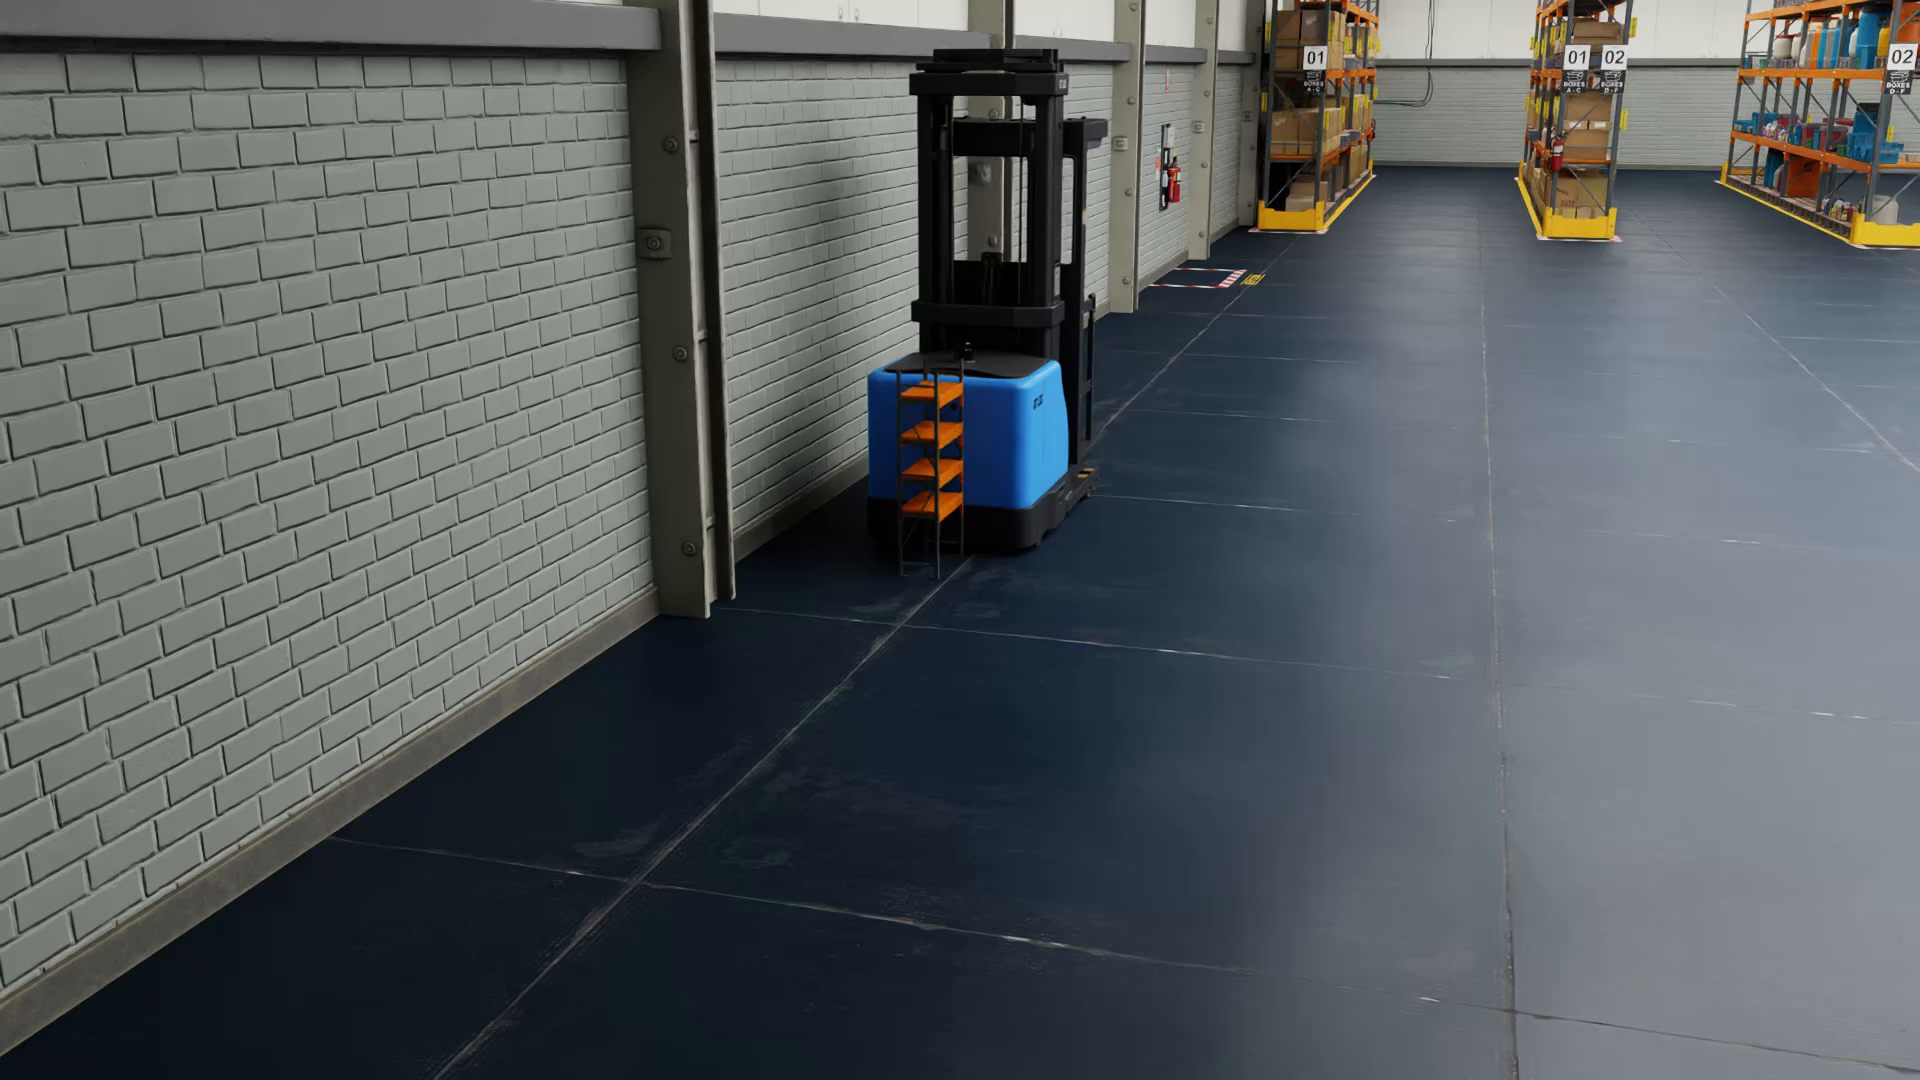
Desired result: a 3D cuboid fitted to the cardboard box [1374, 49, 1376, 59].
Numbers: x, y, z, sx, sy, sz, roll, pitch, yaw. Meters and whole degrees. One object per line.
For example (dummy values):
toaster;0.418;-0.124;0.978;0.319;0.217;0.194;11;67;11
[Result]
cardboard box;10.600;-12.712;43.473;0.500;0.250;0.500;5;17;18

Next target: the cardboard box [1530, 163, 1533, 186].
cardboard box;13.362;-8.372;38.122;0.500;0.500;0.500;4;16;14

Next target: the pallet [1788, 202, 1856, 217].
pallet;17.173;-6.582;33.148;1.003;0.211;1.213;5;16;16

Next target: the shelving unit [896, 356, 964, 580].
shelving unit;-0.168;-0.423;9.621;0.258;1.200;0.503;5;16;16

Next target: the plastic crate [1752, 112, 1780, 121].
plastic crate;20.136;-10.478;41.600;0.616;0.435;0.499;5;16;16

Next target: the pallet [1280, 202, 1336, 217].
pallet;6.987;-6.643;33.364;1.003;0.211;1.213;5;16;16

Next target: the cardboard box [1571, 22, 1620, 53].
cardboard box;10.925;-8.646;28.601;0.797;0.503;0.637;6;17;20

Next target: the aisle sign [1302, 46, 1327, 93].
aisle sign;6.274;-8.325;29.420;0.394;0.787;0.004;5;16;16

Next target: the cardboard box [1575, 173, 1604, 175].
cardboard box;11.552;-6.489;30.604;0.500;0.500;0.500;5;16;16

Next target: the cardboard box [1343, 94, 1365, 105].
cardboard box;9.530;-10.676;40.332;0.500;0.250;0.500;5;17;17

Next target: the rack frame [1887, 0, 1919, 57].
rack frame;15.506;-9.235;26.396;1.000;3.000;0.127;5;16;16

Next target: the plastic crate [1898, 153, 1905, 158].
plastic crate;16.424;-6.824;29.373;0.530;0.136;0.437;5;16;16

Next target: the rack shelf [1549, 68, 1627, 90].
rack shelf;11.326;-8.354;30.106;1.077;0.370;4.000;5;16;16

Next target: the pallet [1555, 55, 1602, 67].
pallet;11.677;-8.955;31.071;1.003;0.211;1.213;5;16;16

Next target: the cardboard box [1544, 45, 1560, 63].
cardboard box;13.123;-10.434;35.940;0.910;0.500;0.500;5;16;16

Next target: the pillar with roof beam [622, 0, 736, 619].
pillar with roof beam;2.684;-3.640;6.672;9.100;9.000;0.400;5;16;16

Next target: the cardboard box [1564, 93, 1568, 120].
cardboard box;11.062;-7.679;29.344;0.700;0.500;0.500;4;16;14

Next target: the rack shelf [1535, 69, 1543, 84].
rack shelf;13.599;-10.447;37.485;1.077;0.370;4.000;5;16;16

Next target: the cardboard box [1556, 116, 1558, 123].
cardboard box;11.416;-7.883;31.252;0.380;0.149;0.250;4;16;15

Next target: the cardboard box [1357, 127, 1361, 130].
cardboard box;9.408;-9.829;39.908;0.380;0.149;0.250;5;16;16

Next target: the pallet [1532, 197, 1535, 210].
pallet;12.411;-6.955;34.461;1.003;0.211;1.213;5;16;16

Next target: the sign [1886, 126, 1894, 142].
sign;17.167;-7.483;30.706;0.100;0.325;0.005;5;16;16

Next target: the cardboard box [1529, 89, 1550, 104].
cardboard box;14.784;-11.216;42.359;0.500;0.500;0.500;5;17;16

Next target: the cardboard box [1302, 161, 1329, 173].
cardboard box;7.459;-7.842;34.882;0.500;0.250;0.500;4;16;15

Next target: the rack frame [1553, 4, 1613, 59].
rack frame;11.894;-10.666;31.443;1.000;3.000;0.127;5;16;16

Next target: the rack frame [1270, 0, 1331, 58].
rack frame;6.007;-10.003;29.104;1.000;3.000;0.127;5;16;16

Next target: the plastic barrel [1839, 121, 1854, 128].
plastic barrel;17.333;-7.886;32.385;0.433;0.535;0.433;0;16;0

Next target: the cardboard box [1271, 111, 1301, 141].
cardboard box;5.937;-7.555;30.331;0.500;0.500;0.500;4;16;15

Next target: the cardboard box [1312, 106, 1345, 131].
cardboard box;8.024;-9.197;36.269;0.700;0.500;0.500;3;16;11

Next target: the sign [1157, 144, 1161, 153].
sign;2.687;-5.290;22.445;0.001;0.109;0.331;5;16;16

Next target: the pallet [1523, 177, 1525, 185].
pallet;14.709;-9.031;41.783;1.003;0.211;1.213;5;16;16

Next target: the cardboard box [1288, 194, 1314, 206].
cardboard box;6.452;-6.358;31.369;0.500;0.311;0.500;6;17;20

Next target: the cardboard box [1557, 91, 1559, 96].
cardboard box;14.571;-10.504;39.848;0.500;0.500;0.500;5;17;17

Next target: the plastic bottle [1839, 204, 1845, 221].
plastic bottle;15.623;-5.800;29.452;0.061;0.283;0.133;5;17;17

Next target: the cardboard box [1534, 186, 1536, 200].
cardboard box;12.171;-7.189;34.448;0.500;0.250;0.500;5;17;17

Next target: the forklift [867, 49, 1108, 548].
forklift;0.338;-1.721;11.026;1.130;2.935;3.031;5;16;16

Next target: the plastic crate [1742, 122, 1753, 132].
plastic crate;19.207;-10.021;40.358;0.416;0.233;0.300;5;16;16

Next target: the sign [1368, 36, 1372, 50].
sign;9.940;-12.060;40.329;0.100;0.325;0.005;5;16;16

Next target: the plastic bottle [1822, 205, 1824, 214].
plastic bottle;16.074;-6.158;30.864;0.097;0.201;0.097;0;16;0

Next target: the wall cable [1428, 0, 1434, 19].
wall cable;15.098;-16.367;47.977;3.097;2.526;0.112;5;16;16

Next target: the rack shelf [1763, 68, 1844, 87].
rack shelf;18.347;-10.062;36.127;1.077;0.370;4.000;5;16;16

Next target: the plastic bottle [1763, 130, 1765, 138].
plastic bottle;18.349;-9.263;37.854;0.097;0.201;0.097;0;16;0

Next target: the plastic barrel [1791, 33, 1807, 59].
plastic barrel;18.138;-10.627;35.785;0.433;0.535;0.433;0;16;0

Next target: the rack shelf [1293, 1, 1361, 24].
rack shelf;7.712;-11.034;34.791;1.077;0.370;4.000;5;16;16

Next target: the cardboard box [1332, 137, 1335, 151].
cardboard box;6.880;-7.559;31.721;0.500;0.250;0.500;5;17;16

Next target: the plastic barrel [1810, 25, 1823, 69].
plastic barrel;17.152;-9.722;32.824;0.600;0.830;0.708;5;16;16

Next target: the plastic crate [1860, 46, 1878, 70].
plastic crate;15.759;-8.306;28.649;0.392;0.384;0.575;5;16;16

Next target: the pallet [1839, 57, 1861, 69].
pallet;16.531;-8.551;29.828;1.213;0.211;1.003;5;16;16

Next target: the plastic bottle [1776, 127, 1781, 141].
plastic bottle;17.810;-8.823;36.153;0.061;0.283;0.133;5;16;16
